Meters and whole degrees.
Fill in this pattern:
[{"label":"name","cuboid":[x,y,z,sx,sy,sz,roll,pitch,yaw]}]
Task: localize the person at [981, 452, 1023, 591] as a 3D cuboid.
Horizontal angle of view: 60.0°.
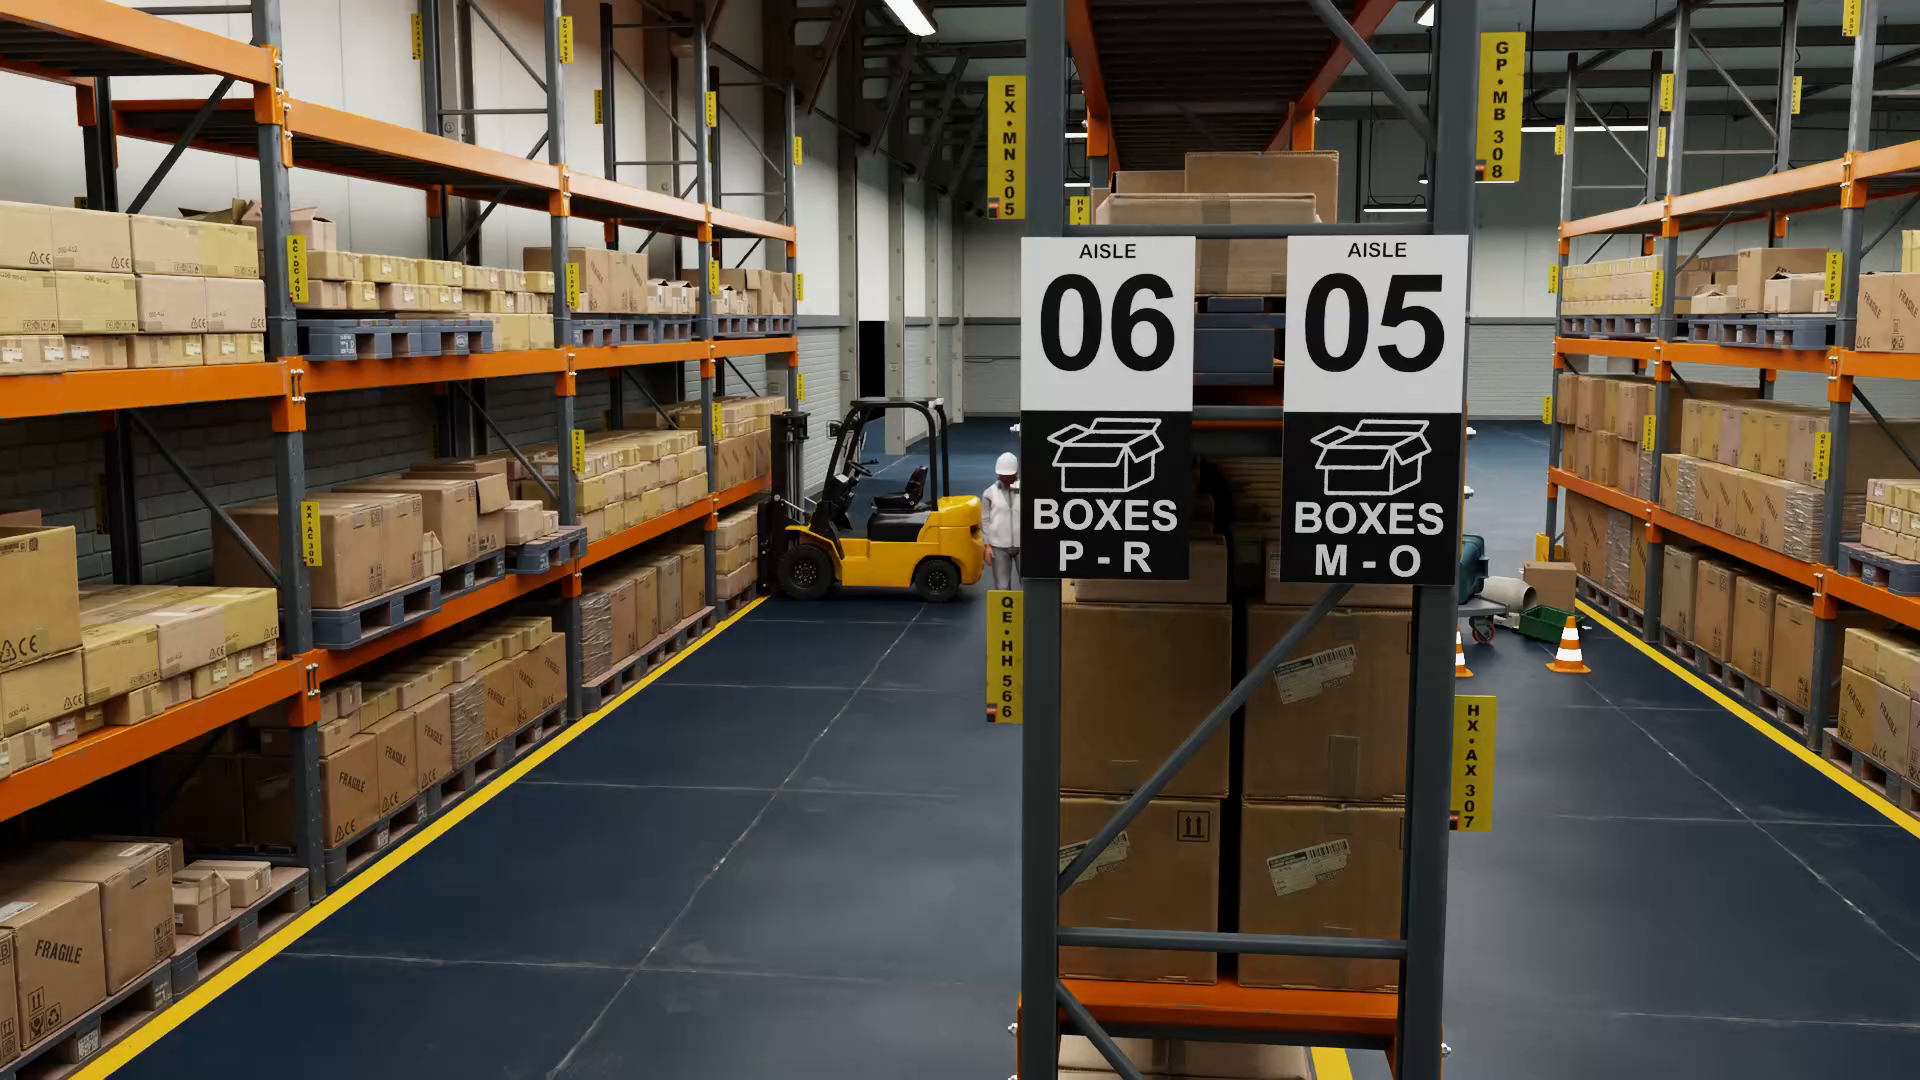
[{"label":"person","cuboid":[0.491,0.081,15.512,0.590,1.794,0.460,0,8,1]}]
